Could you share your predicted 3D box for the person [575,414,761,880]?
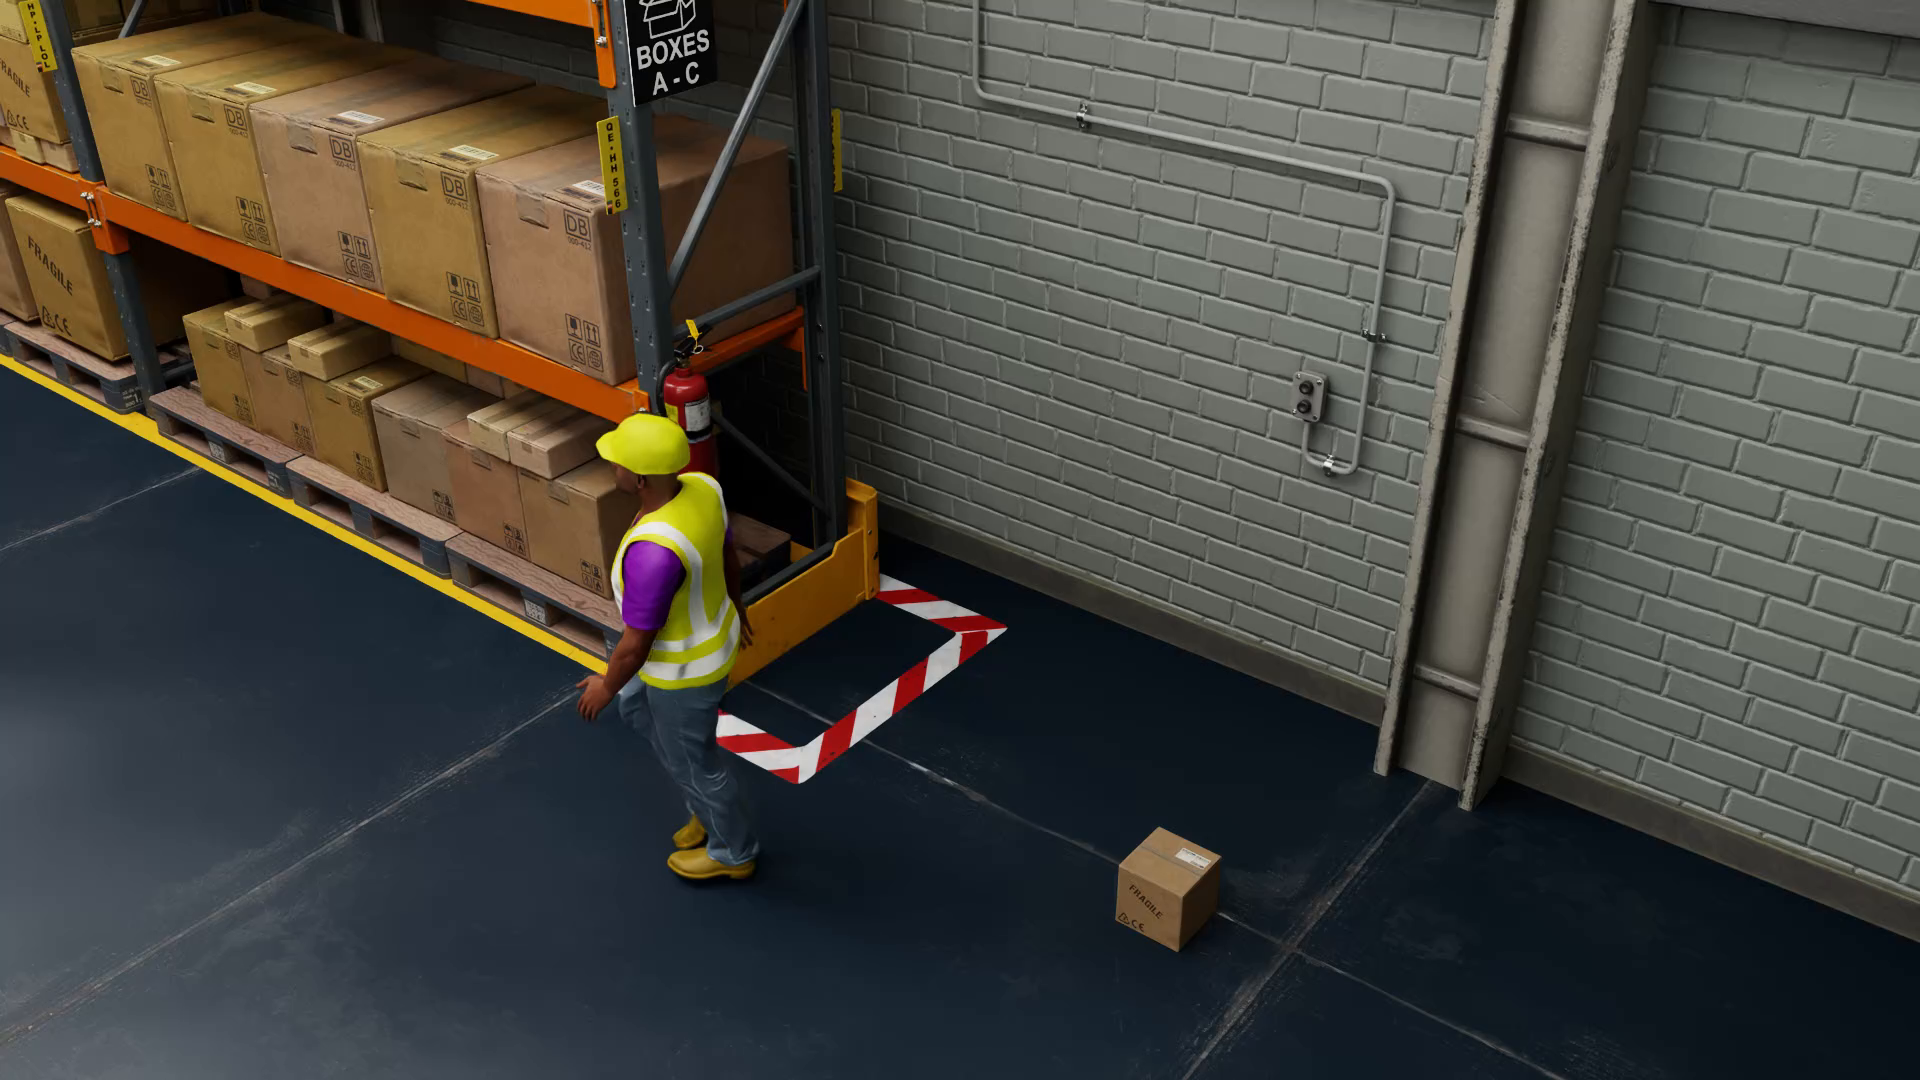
[{"bbox_3d":[-0.954,0.381,5.455,0.525,1.787,0.632,2,31,4],"label":"person"}]
